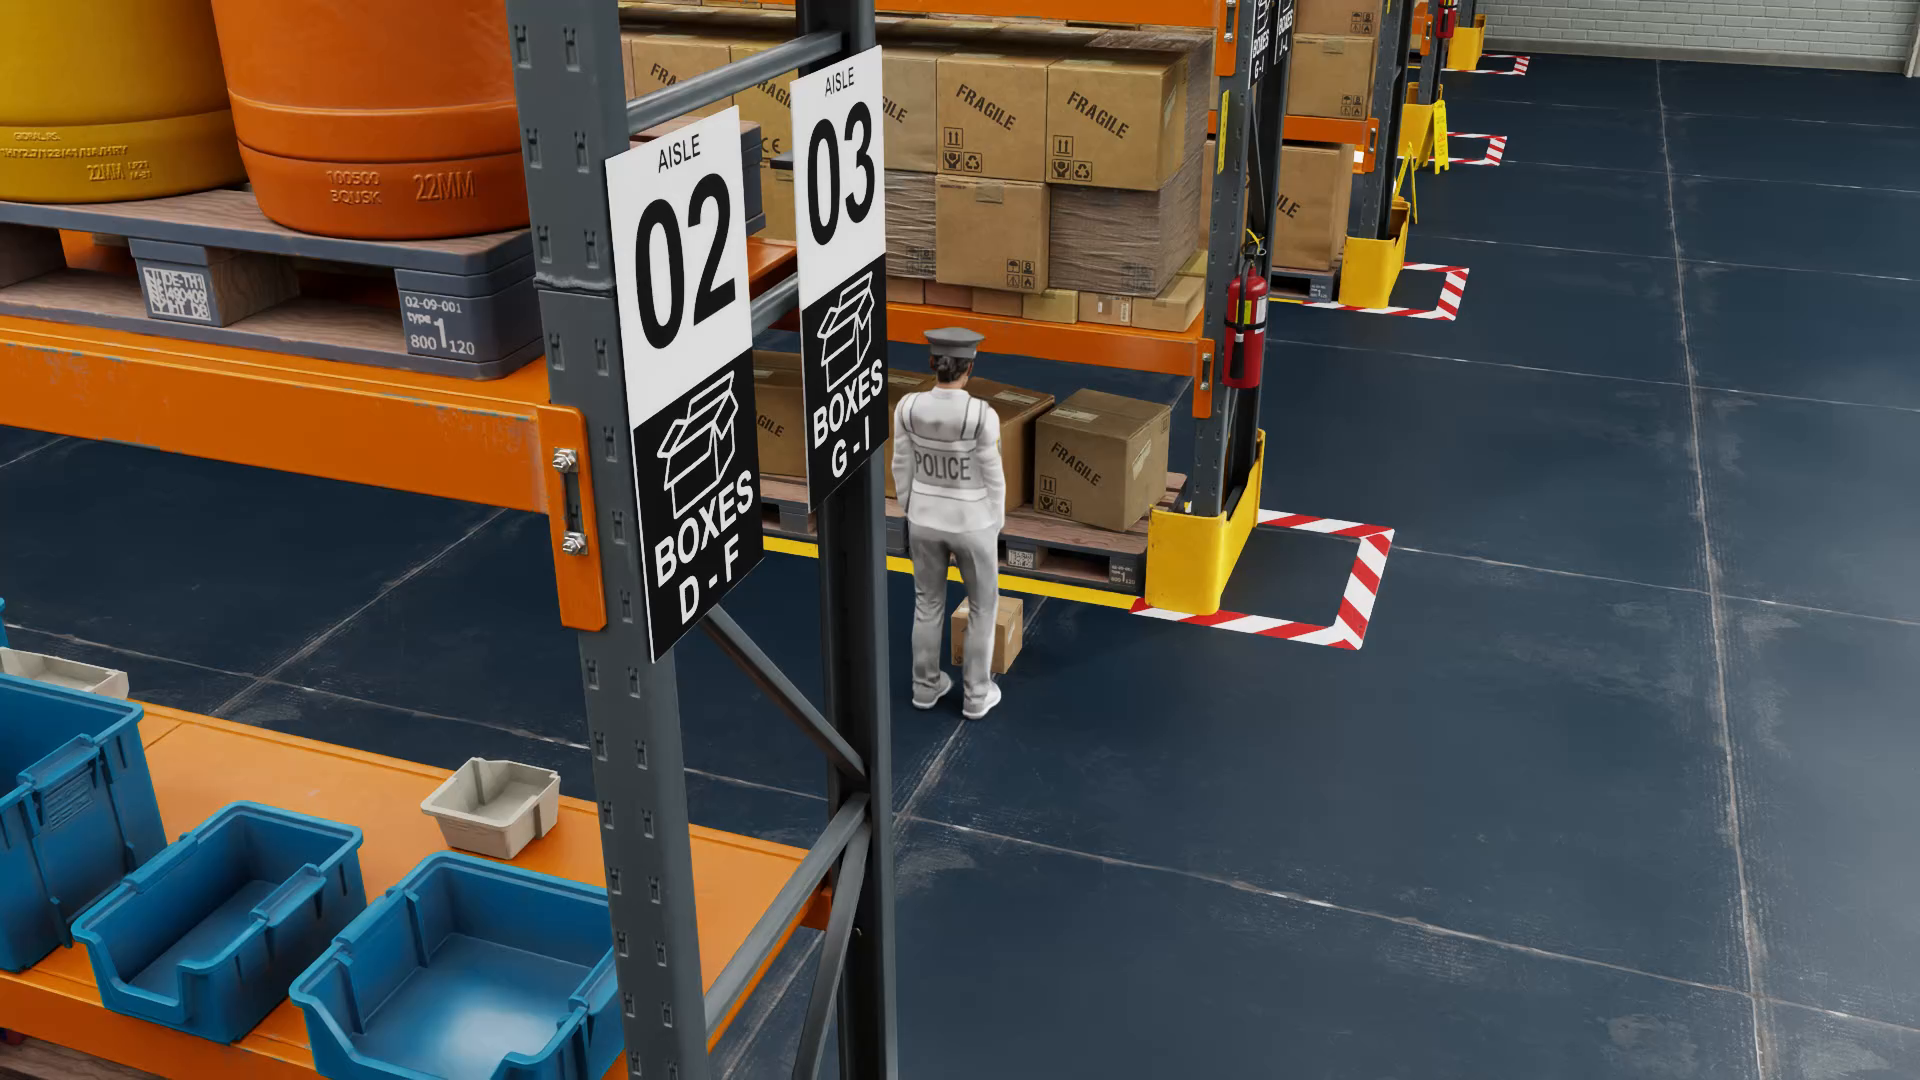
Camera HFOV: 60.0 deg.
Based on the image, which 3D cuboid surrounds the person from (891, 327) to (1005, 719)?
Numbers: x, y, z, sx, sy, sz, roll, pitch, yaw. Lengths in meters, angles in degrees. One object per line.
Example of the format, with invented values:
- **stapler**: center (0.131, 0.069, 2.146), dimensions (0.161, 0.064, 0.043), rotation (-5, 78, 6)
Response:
- **person**: center (-0.042, -0.058, 6.750), dimensions (0.479, 1.656, 0.352), rotation (9, 27, 19)
